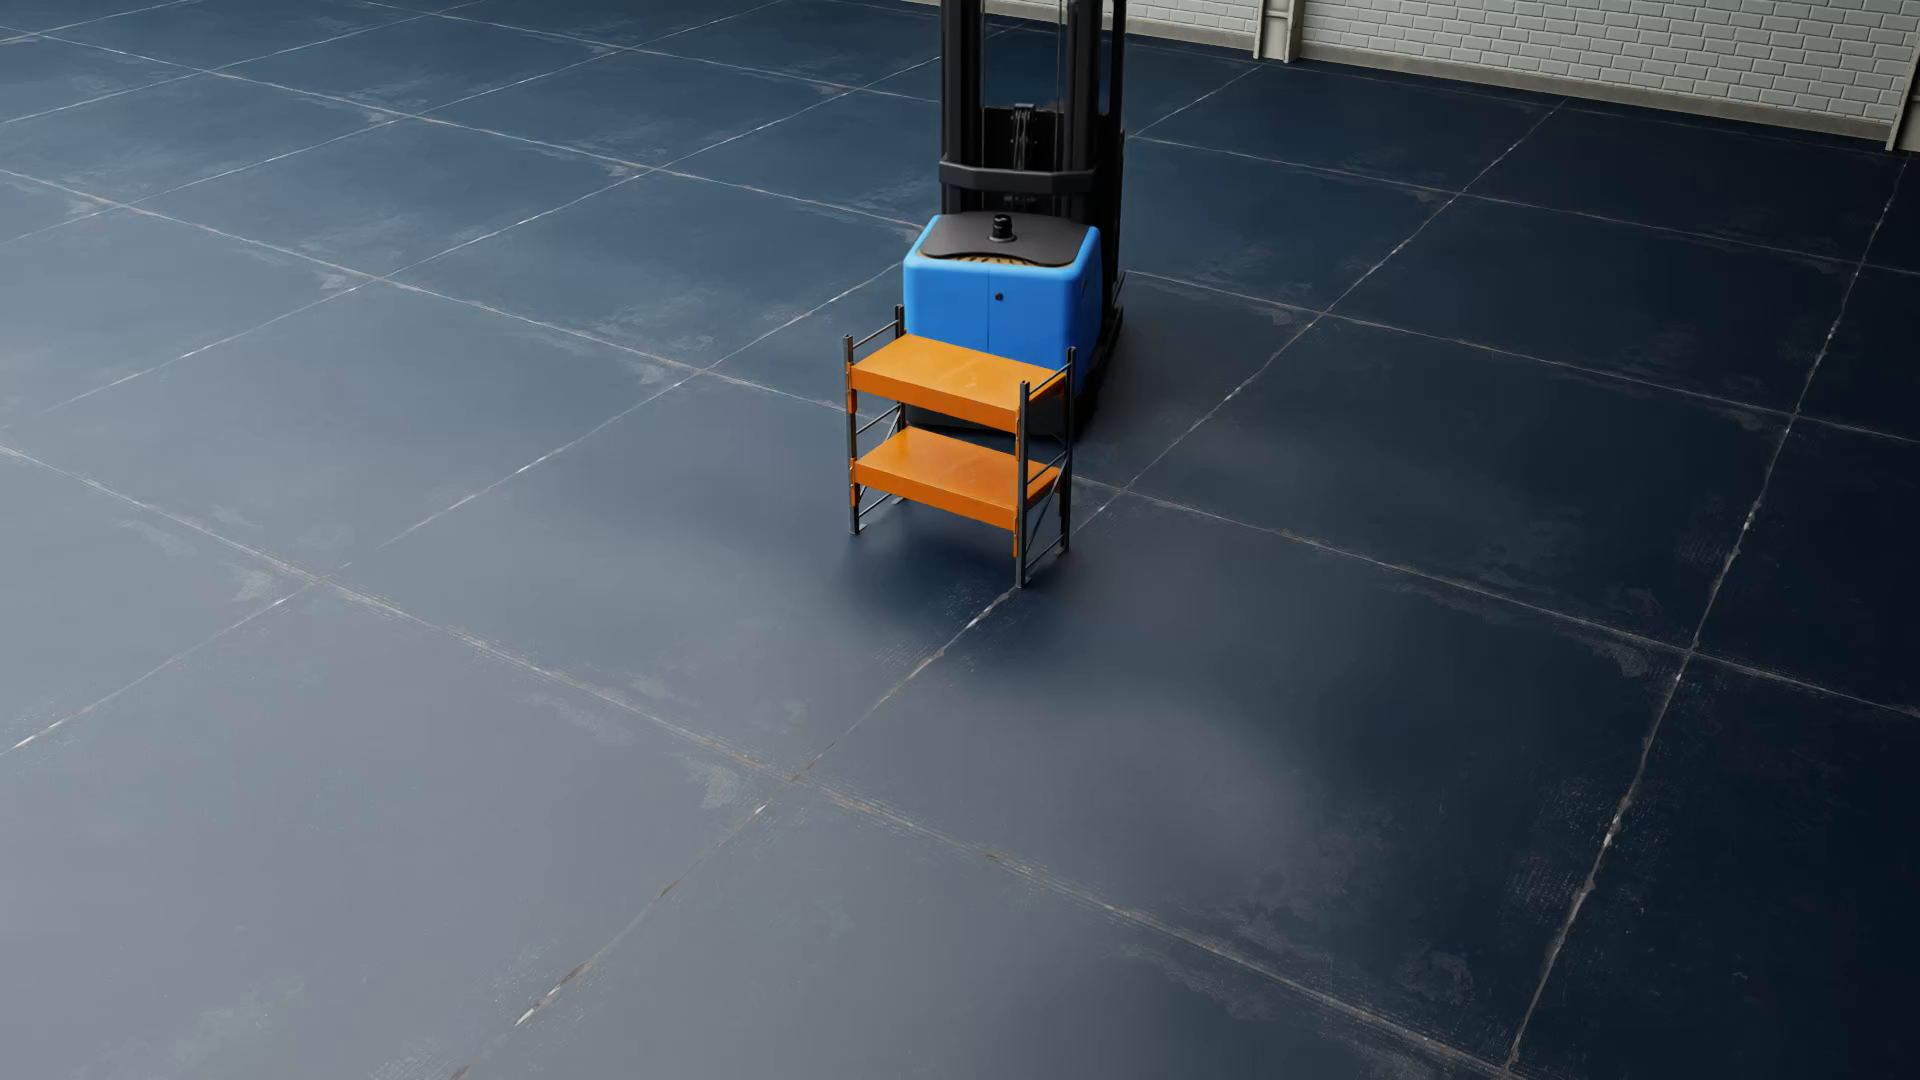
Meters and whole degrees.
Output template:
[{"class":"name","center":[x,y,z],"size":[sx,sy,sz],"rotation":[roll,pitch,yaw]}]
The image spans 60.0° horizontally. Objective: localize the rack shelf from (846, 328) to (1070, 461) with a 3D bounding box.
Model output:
[{"class":"rack shelf","center":[-0.006,-0.740,8.322],"size":[1.000,0.278,0.538],"rotation":[18,35,27]}]

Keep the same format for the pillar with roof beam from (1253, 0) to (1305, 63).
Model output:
[{"class":"pillar with roof beam","center":[1.026,-7.107,12.002],"size":[0.400,9.000,9.100],"rotation":[18,35,27]}]

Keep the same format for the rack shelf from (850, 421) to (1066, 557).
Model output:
[{"class":"rack shelf","center":[-0.006,-0.276,8.593],"size":[1.000,0.278,0.538],"rotation":[18,35,27]}]

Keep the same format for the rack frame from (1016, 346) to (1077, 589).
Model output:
[{"class":"rack frame","center":[0.425,-0.351,8.236],"size":[0.032,1.125,0.500],"rotation":[18,35,27]}]

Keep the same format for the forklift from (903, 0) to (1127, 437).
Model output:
[{"class":"forklift","center":[0.478,-2.591,10.282],"size":[1.130,2.935,3.031],"rotation":[6,31,11]}]

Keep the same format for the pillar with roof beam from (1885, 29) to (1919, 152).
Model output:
[{"class":"pillar with roof beam","center":[6.108,-5.499,9.247],"size":[0.400,9.000,9.100],"rotation":[18,35,27]}]

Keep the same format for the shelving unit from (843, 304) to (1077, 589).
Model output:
[{"class":"shelving unit","center":[-0.006,-0.488,8.470],"size":[1.048,1.125,0.538],"rotation":[18,35,27]}]

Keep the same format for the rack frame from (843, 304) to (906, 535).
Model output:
[{"class":"rack frame","center":[-0.436,-0.624,8.703],"size":[0.032,1.125,0.500],"rotation":[18,35,27]}]
